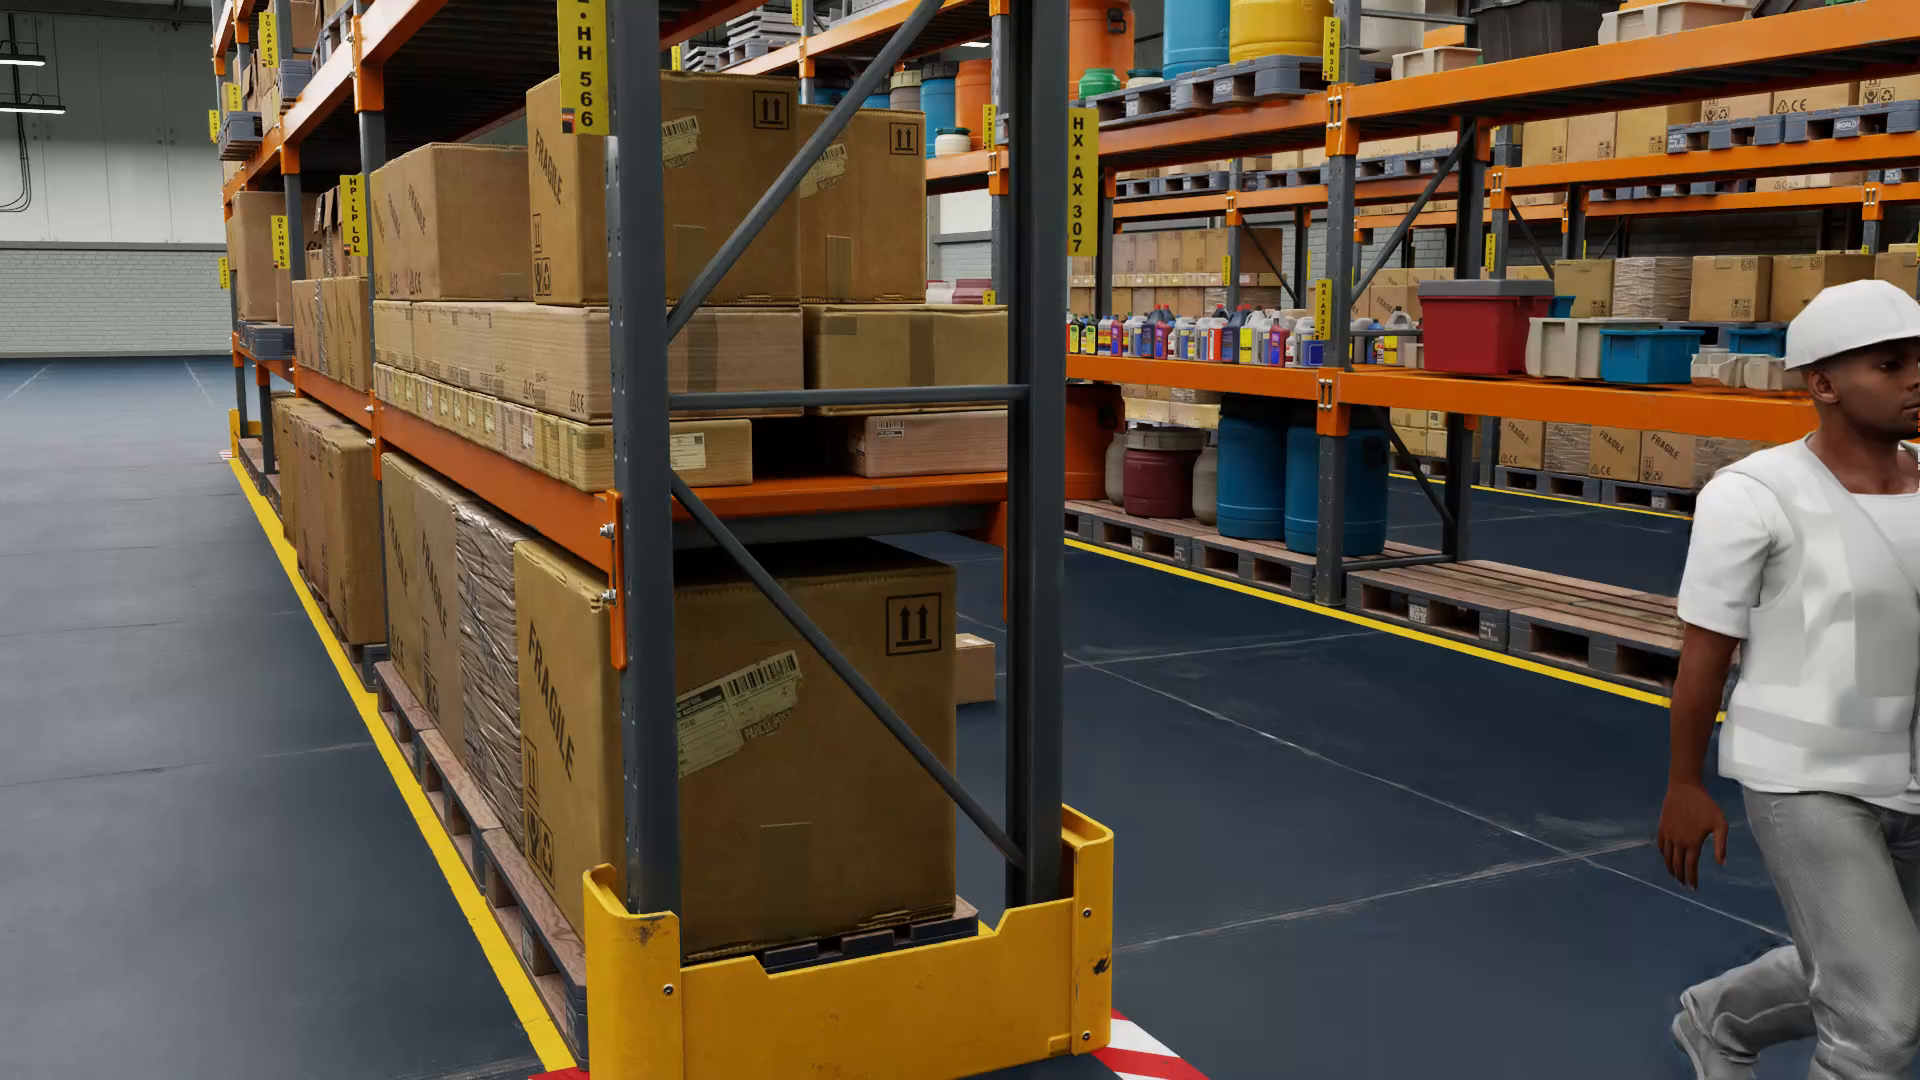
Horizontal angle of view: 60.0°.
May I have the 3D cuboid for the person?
[{"bbox_3d":[1.573,0.420,2.931,0.587,1.736,0.959,-2,9,-12],"label":"person"}]
